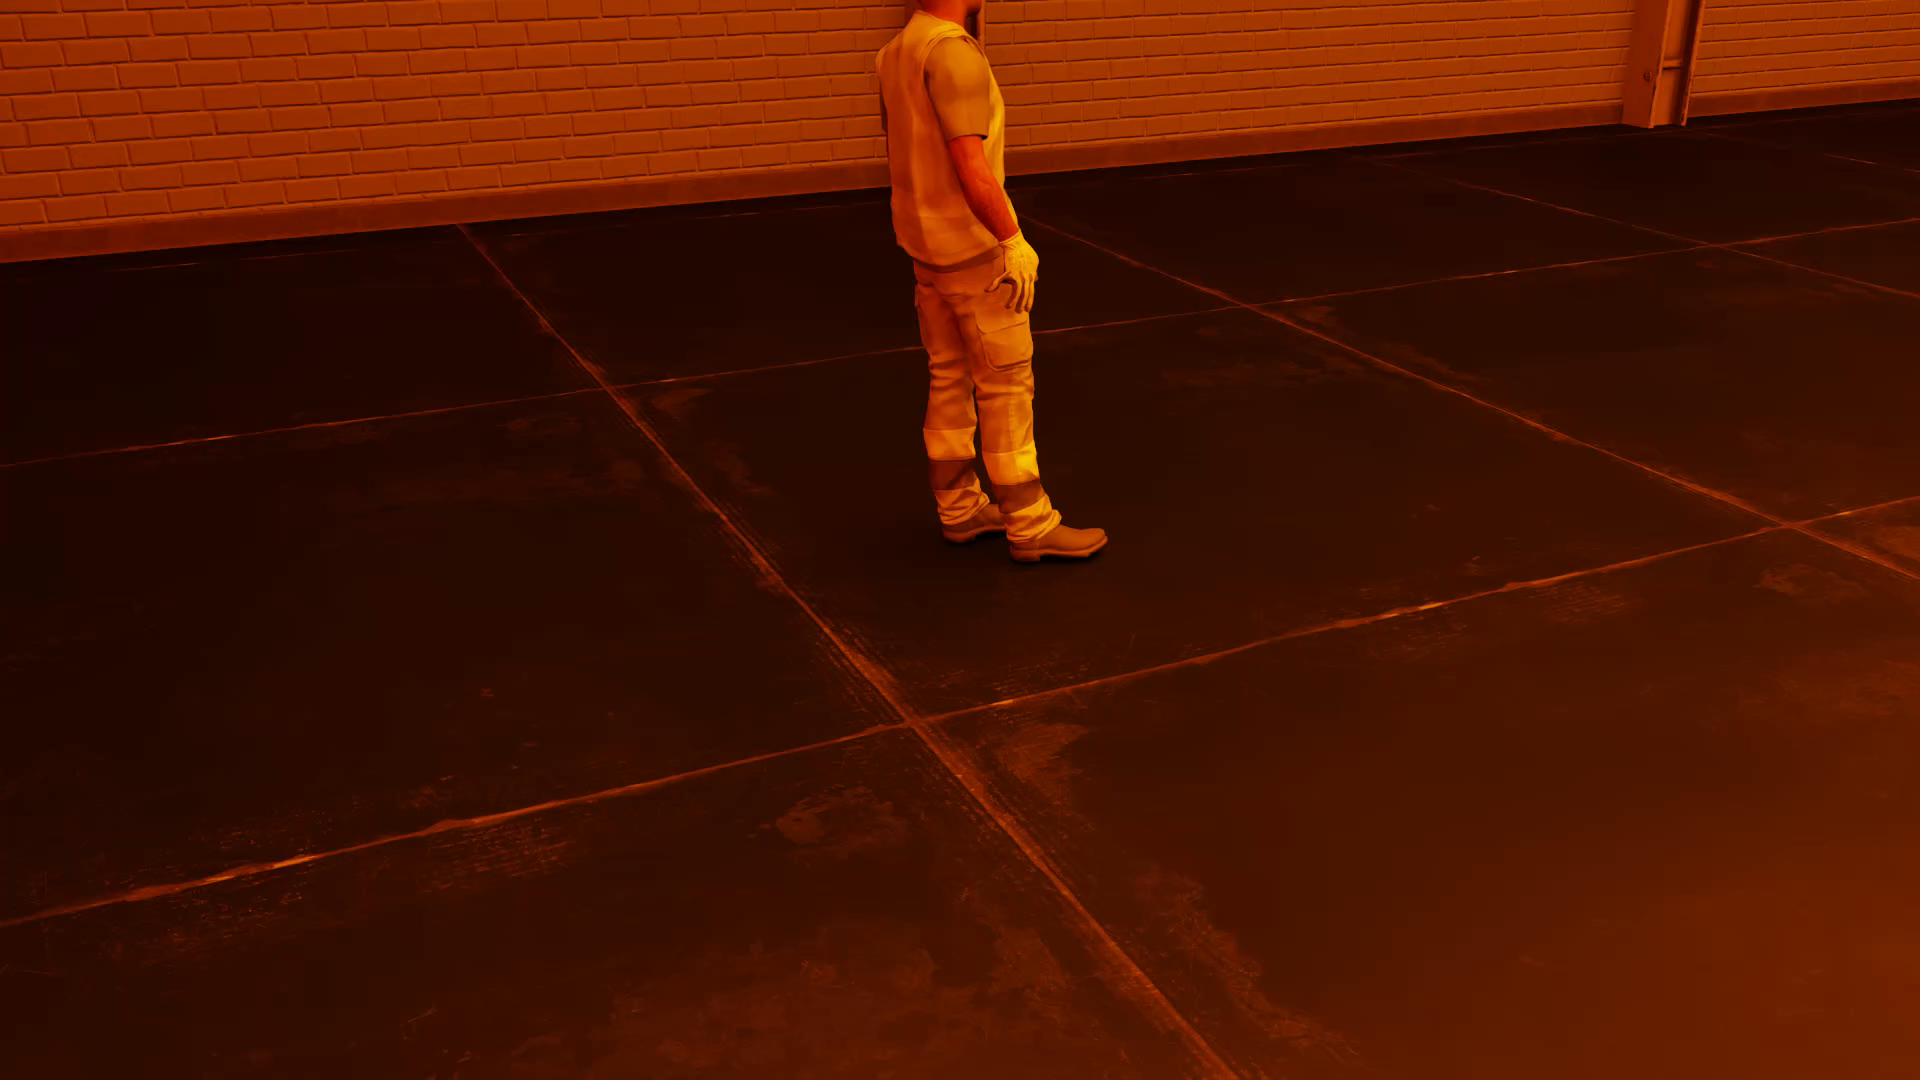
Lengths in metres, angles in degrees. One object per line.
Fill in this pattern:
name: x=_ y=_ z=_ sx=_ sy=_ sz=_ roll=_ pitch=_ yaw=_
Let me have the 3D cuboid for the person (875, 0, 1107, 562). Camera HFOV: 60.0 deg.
person: x=0.078 y=-0.842 z=4.782 sx=0.564 sy=1.787 sz=0.637 roll=-10 pitch=25 yaw=-23
